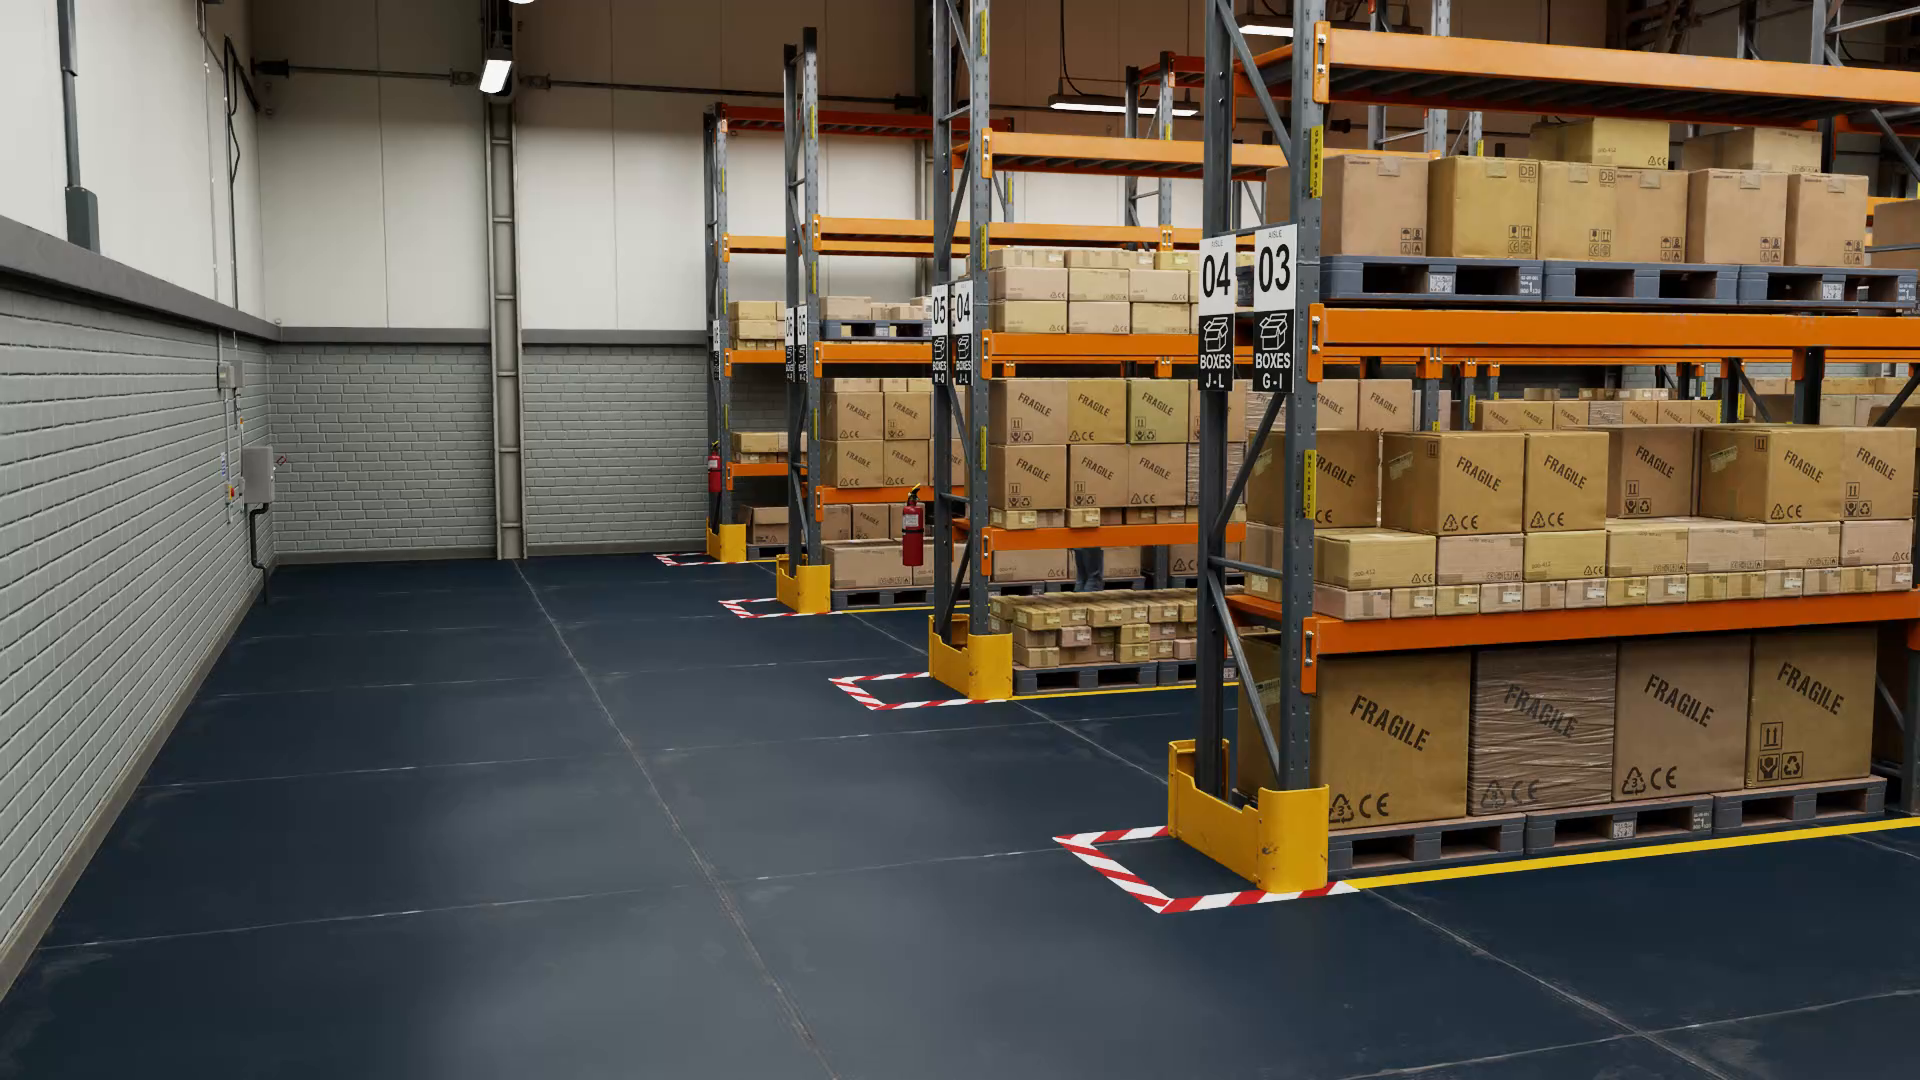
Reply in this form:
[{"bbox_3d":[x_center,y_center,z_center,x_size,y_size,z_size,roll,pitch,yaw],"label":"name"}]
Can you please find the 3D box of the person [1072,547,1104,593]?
[{"bbox_3d":[1.320,-0.007,16.286,0.575,1.767,0.510,-2,6,-17],"label":"person"}]
